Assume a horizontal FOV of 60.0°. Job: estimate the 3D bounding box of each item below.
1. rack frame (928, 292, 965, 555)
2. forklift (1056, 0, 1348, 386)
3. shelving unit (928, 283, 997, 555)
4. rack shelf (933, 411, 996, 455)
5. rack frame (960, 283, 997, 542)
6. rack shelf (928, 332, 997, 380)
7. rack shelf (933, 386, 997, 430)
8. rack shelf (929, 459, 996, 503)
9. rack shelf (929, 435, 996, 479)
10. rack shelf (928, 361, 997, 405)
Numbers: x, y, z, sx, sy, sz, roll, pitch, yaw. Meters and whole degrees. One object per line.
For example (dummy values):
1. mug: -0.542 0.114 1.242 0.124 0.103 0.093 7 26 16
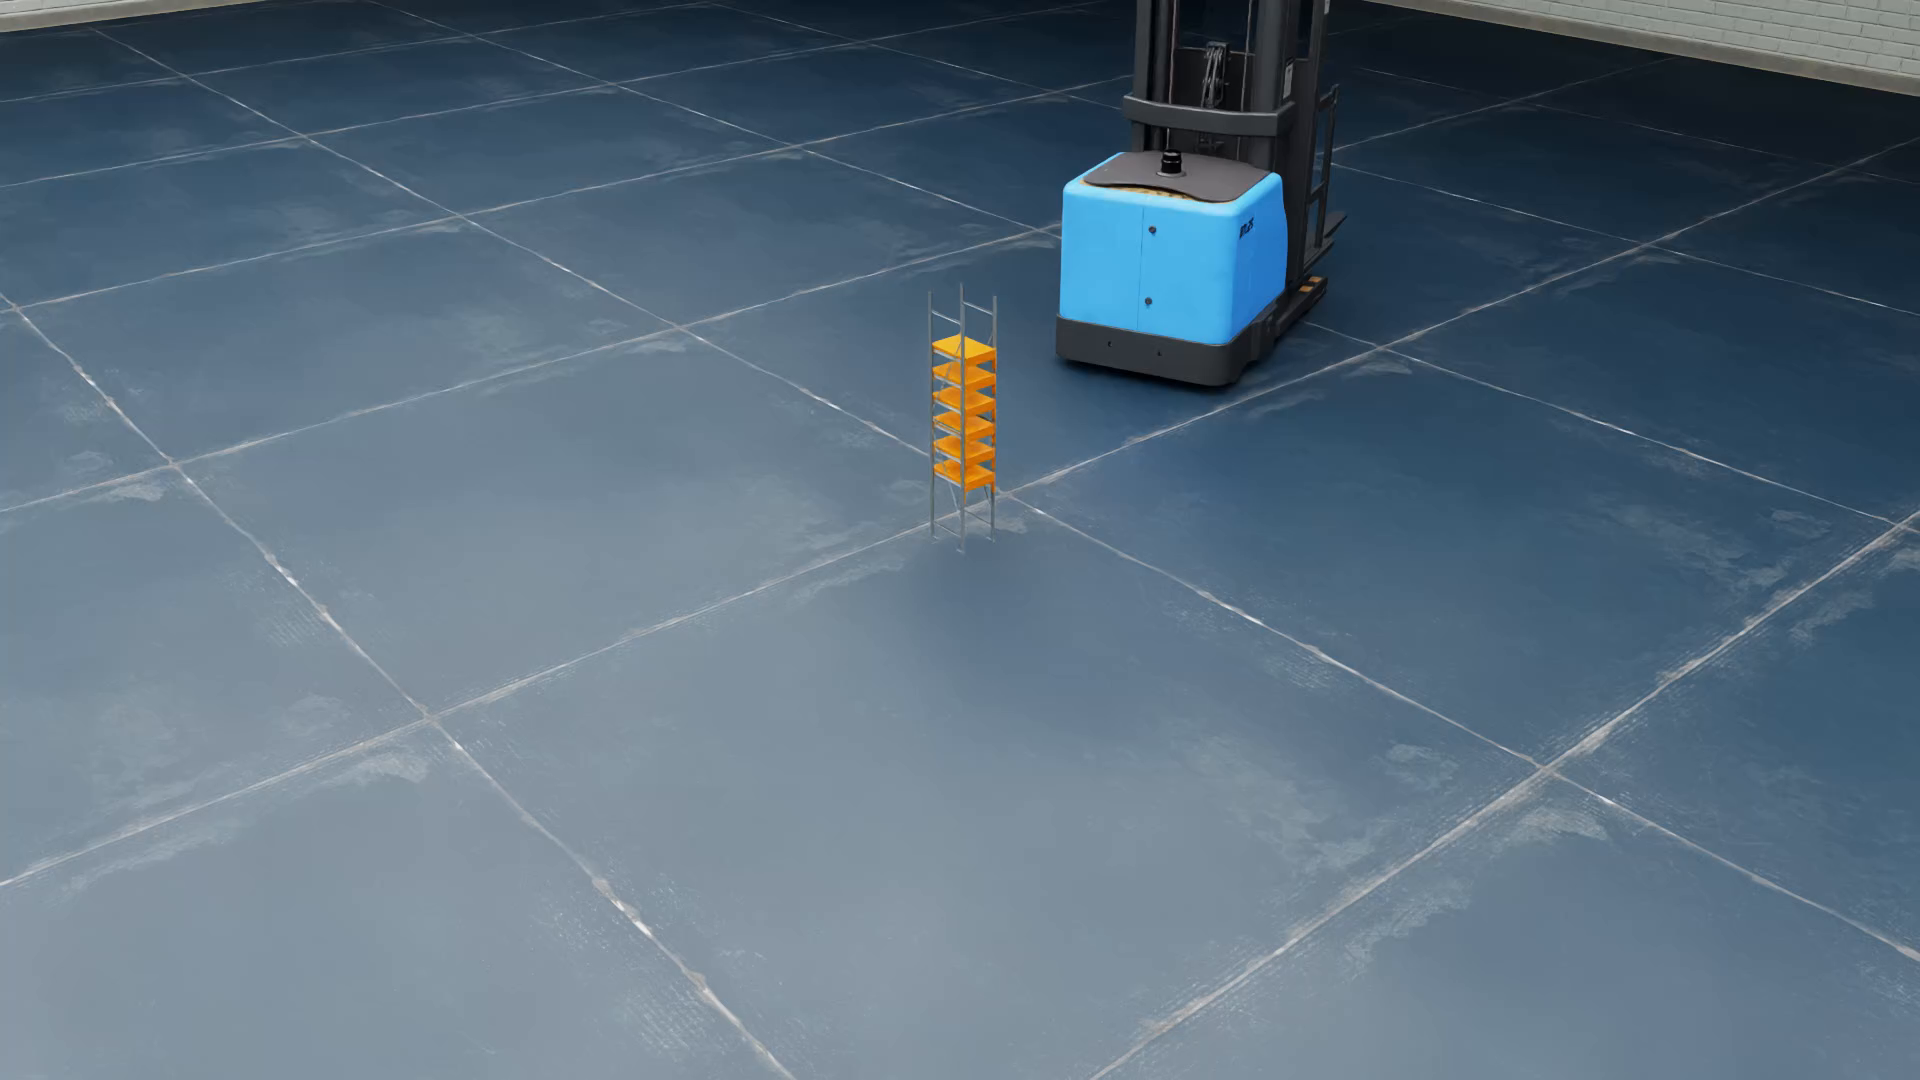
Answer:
1. rack frame: -0.059 -0.506 7.423 0.006 1.200 0.240 -22 35 -35
2. forklift: 1.684 -2.809 9.896 1.130 2.935 3.031 14 31 24
3. shelving unit: 0.011 -0.534 7.475 0.189 1.200 0.258 -22 35 -35
4. rack shelf: 0.011 -0.494 7.496 0.180 0.103 0.258 -22 35 -35
5. rack frame: 0.081 -0.562 7.528 0.006 1.200 0.240 -22 35 -35
6. rack shelf: 0.011 -0.812 7.327 0.180 0.103 0.258 -22 35 -35
7. rack shelf: 0.011 -0.600 7.440 0.180 0.103 0.258 -22 35 -35
8. rack shelf: 0.011 -0.283 7.610 0.180 0.103 0.258 -22 35 -35
9. rack shelf: 0.011 -0.389 7.553 0.180 0.103 0.258 -22 35 -35
10. rack shelf: 0.011 -0.706 7.383 0.180 0.103 0.258 -22 35 -35
